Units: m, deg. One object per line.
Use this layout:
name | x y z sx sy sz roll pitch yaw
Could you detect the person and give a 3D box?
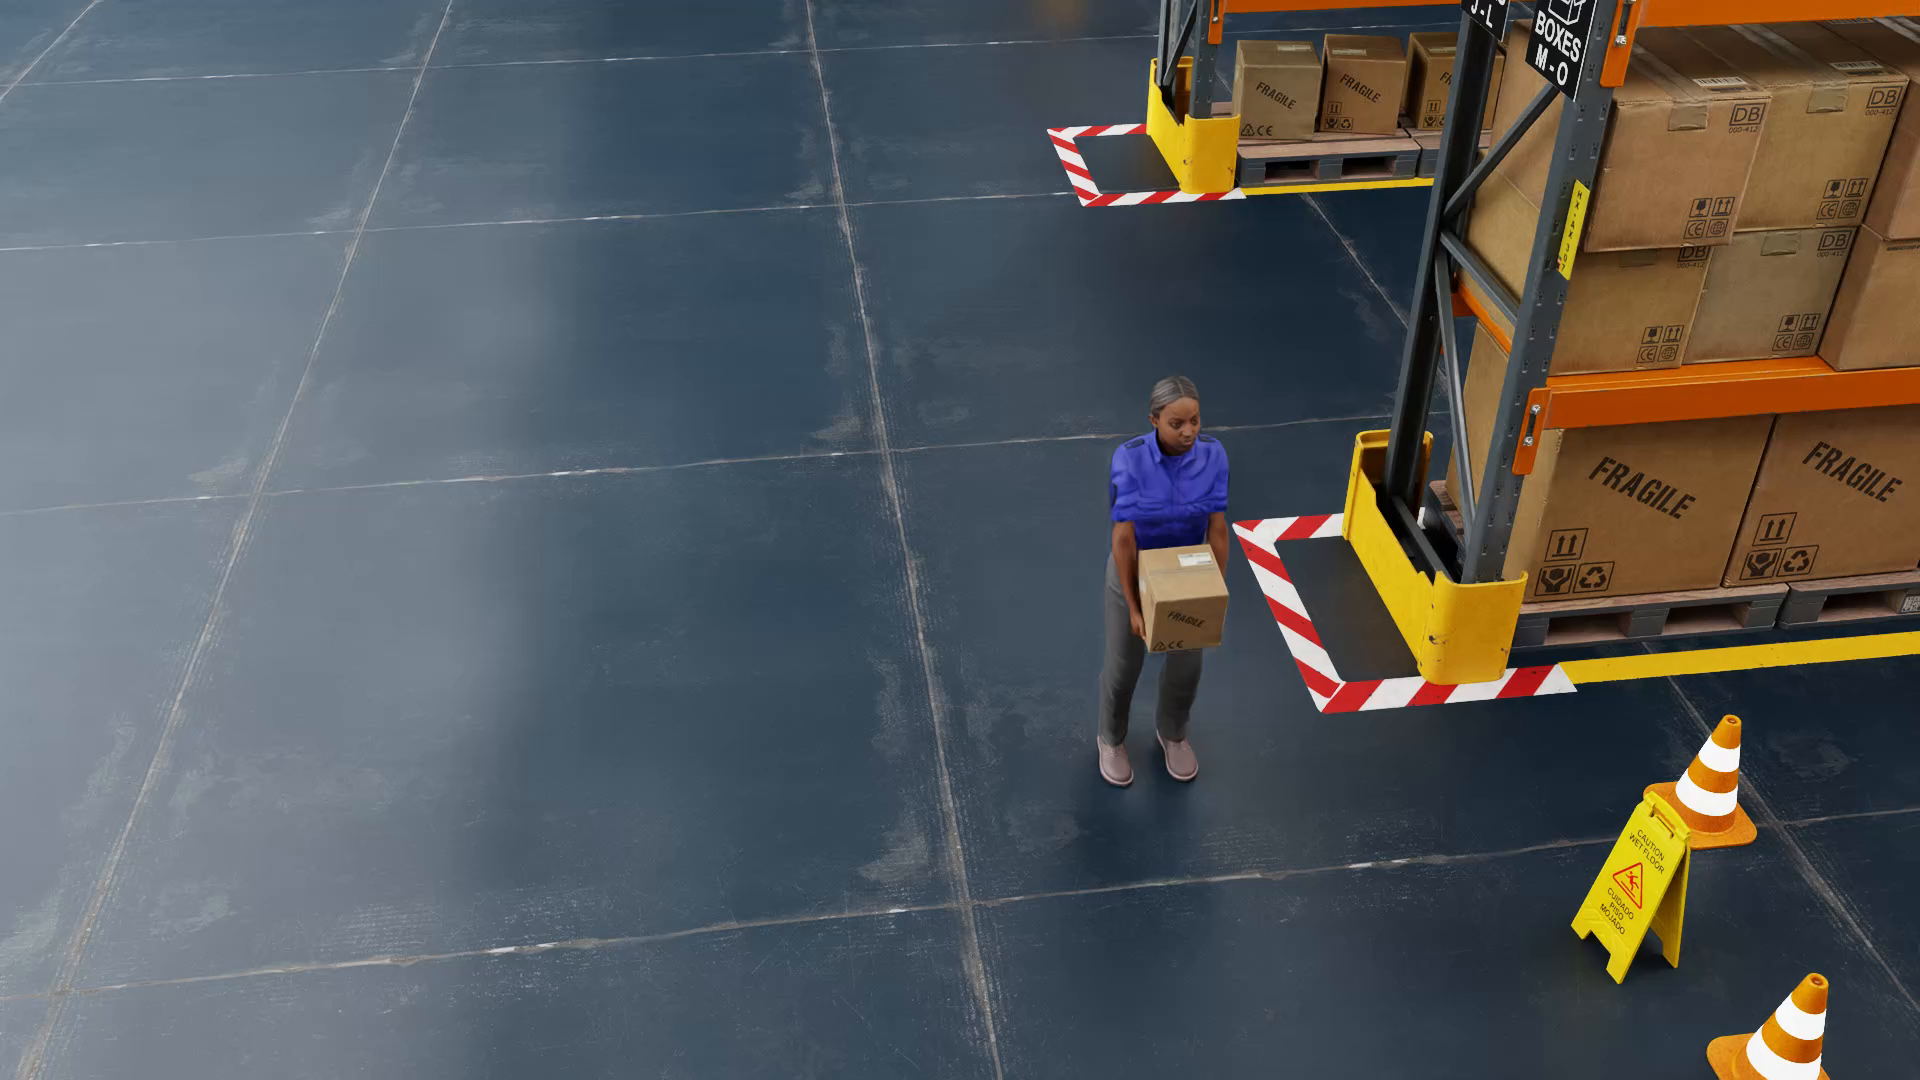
person | 0.727 0.205 5.865 0.423 1.656 0.506 -5 35 -7
